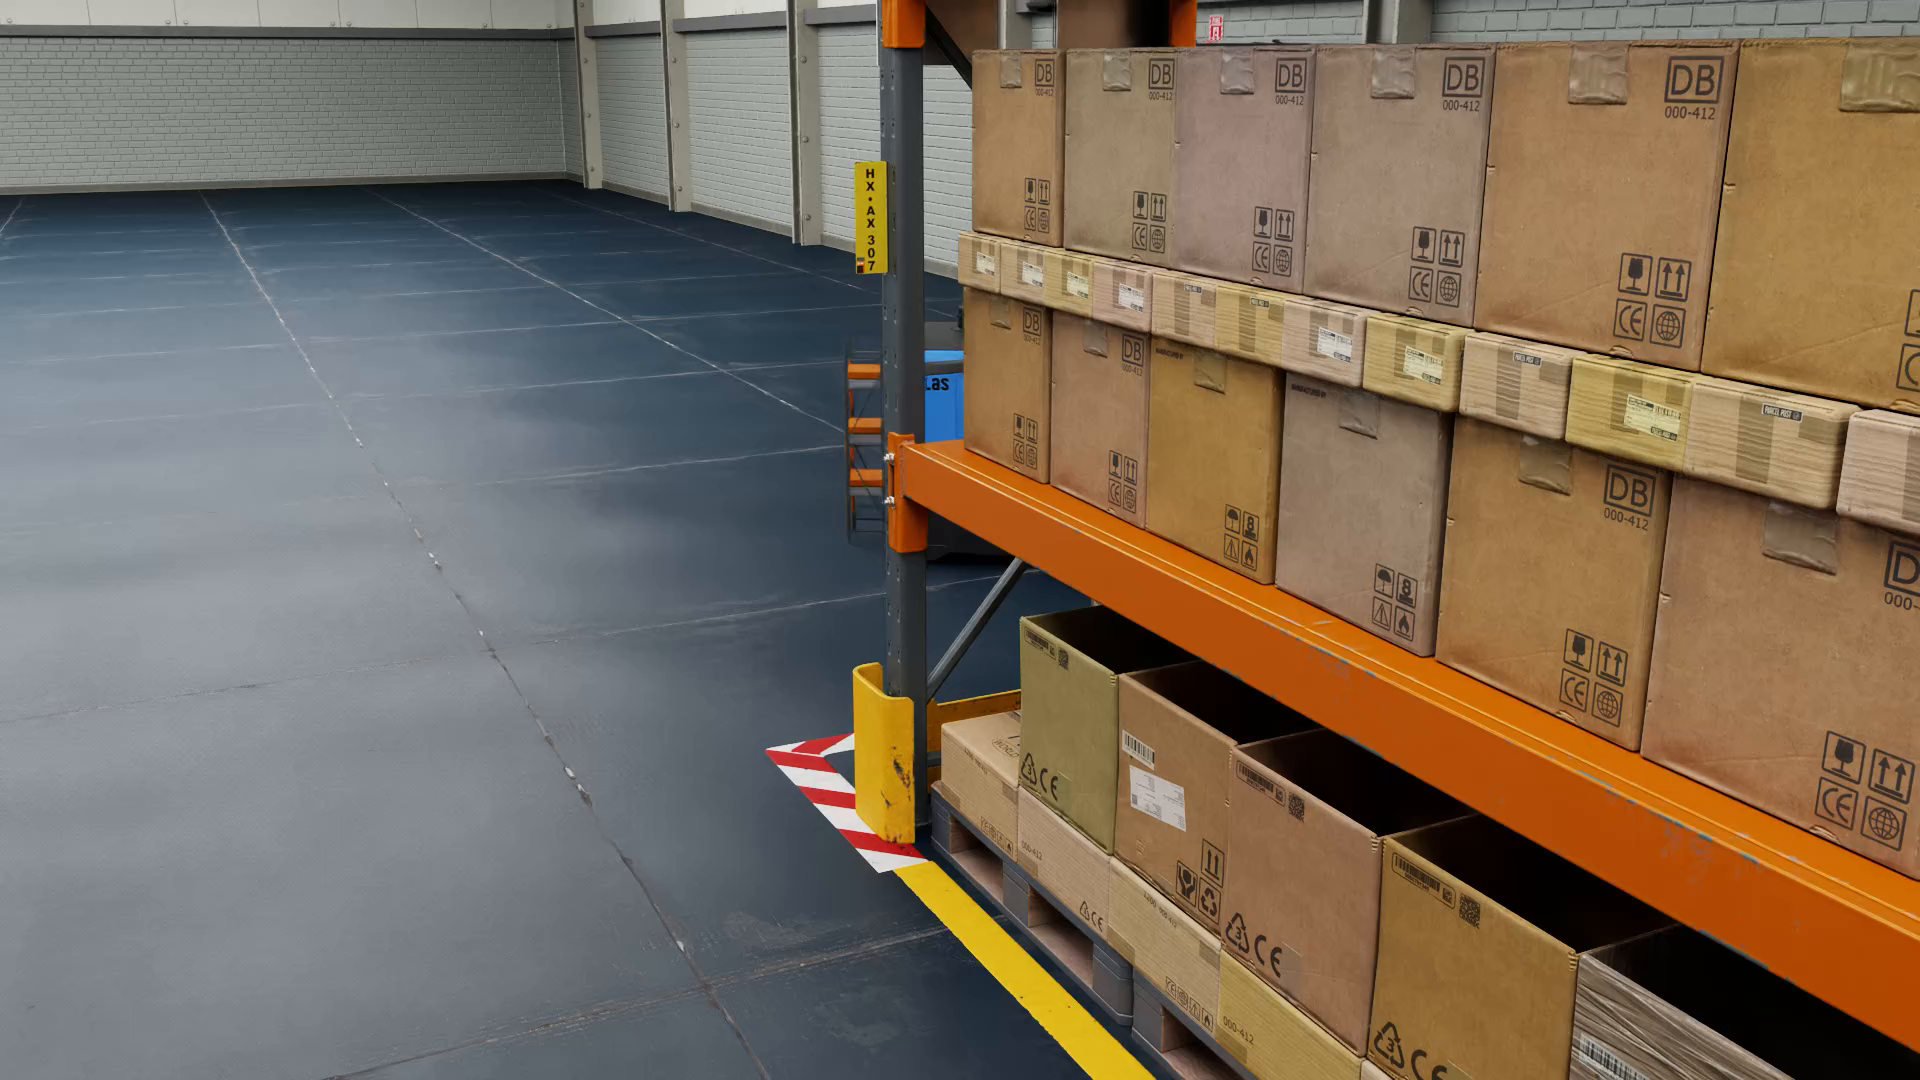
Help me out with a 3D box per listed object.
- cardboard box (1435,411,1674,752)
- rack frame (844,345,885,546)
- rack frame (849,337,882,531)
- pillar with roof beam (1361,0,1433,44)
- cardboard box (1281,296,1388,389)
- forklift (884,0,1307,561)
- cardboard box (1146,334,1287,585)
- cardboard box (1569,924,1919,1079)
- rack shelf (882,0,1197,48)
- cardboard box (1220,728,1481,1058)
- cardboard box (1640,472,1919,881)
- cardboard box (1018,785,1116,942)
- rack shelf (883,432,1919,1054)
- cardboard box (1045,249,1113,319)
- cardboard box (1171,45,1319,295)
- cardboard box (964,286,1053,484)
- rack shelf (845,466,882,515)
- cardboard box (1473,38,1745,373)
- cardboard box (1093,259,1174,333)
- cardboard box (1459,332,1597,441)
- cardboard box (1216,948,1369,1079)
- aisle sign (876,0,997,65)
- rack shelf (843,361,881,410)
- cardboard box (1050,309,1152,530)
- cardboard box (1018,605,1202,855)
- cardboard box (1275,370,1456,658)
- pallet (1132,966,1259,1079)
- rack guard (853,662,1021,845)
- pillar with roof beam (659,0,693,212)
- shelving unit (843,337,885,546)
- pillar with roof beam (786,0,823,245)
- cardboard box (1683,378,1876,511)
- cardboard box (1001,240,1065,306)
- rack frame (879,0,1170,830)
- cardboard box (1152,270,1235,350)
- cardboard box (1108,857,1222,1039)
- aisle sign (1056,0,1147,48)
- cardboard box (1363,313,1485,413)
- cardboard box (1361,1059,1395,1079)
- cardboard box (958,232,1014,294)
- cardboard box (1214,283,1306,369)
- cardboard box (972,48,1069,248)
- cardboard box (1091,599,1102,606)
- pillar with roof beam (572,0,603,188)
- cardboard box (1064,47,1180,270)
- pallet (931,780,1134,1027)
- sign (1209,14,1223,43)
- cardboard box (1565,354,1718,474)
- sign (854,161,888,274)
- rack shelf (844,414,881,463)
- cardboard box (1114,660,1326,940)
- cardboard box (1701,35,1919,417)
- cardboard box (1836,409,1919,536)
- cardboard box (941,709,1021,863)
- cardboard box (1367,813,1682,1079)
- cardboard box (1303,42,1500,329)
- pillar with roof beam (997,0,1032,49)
[{"bbox_3d":[1.338,0.016,3.077,0.700,0.500,0.500,-7,18,-24],"label":"cardboard box"},{"bbox_3d":[-0.485,-0.477,8.510,0.200,1.050,0.008,1,16,2],"label":"rack frame"},{"bbox_3d":[-0.474,-0.544,8.745,0.200,1.050,0.008,1,16,2],"label":"rack frame"},{"bbox_3d":[-0.724,-4.946,9.670,9.100,9.000,0.400,-8,18,-25],"label":"pillar with roof beam"},{"bbox_3d":[0.890,-0.419,3.416,0.380,0.149,0.250,-7,18,-24],"label":"cardboard box"},{"bbox_3d":[1.155,-1.400,8.316,3.031,2.935,1.130,1,16,3],"label":"forklift"},{"bbox_3d":[0.878,-0.241,3.972,0.700,0.500,0.500,-8,18,-25],"label":"cardboard box"},{"bbox_3d":[1.383,0.973,2.785,0.500,0.500,0.500,-8,18,-25],"label":"cardboard box"},{"bbox_3d":[1.115,-1.164,3.235,1.077,0.370,4.000,-8,18,-25],"label":"rack shelf"},{"bbox_3d":[0.928,0.728,3.641,0.500,0.500,0.500,-8,18,-25],"label":"cardboard box"},{"bbox_3d":[1.554,0.141,2.642,0.700,0.500,0.500,-8,18,-25],"label":"cardboard box"},{"bbox_3d":[0.496,0.839,4.612,0.500,0.250,0.500,-8,18,-25],"label":"cardboard box"},{"bbox_3d":[1.115,0.278,3.649,1.077,0.370,4.000,-8,18,-25],"label":"rack shelf"},{"bbox_3d":[0.443,-0.673,4.302,0.380,0.149,0.250,-8,18,-25],"label":"cardboard box"},{"bbox_3d":[0.912,-0.851,3.743,0.700,0.500,0.500,-8,18,-25],"label":"cardboard box"},{"bbox_3d":[0.432,-0.495,4.855,0.700,0.500,0.500,-8,18,-25],"label":"cardboard box"},{"bbox_3d":[-0.479,-0.234,8.707,0.215,0.259,0.240,1,16,2],"label":"rack shelf"},{"bbox_3d":[1.350,-0.602,2.879,0.700,0.500,0.500,-8,18,-25],"label":"cardboard box"},{"bbox_3d":[0.552,-0.610,4.083,0.380,0.149,0.250,-8,18,-26],"label":"cardboard box"},{"bbox_3d":[1.124,-0.289,2.961,0.380,0.149,0.250,-7,17,-23],"label":"cardboard box"},{"bbox_3d":[0.929,1.088,3.745,0.500,0.250,0.500,-8,18,-25],"label":"cardboard box"},{"bbox_3d":[-0.065,-1.793,4.847,0.394,0.787,0.004,-8,18,-25],"label":"aisle sign"},{"bbox_3d":[-0.479,-0.773,8.552,0.215,0.259,0.240,1,16,2],"label":"rack shelf"},{"bbox_3d":[0.666,-0.365,4.404,0.700,0.500,0.500,-7,17,-23],"label":"cardboard box"},{"bbox_3d":[0.494,0.479,4.507,0.500,0.500,0.500,-8,18,-25],"label":"cardboard box"},{"bbox_3d":[1.112,-0.111,3.519,0.700,0.500,0.500,-7,17,-23],"label":"cardboard box"},{"bbox_3d":[1.142,1.263,3.967,1.003,0.211,1.213,-8,18,-25],"label":"pallet"},{"bbox_3d":[0.228,0.632,5.643,1.175,0.500,0.348,-8,18,-25],"label":"rack guard"},{"bbox_3d":[-8.610,-9.409,25.223,9.100,9.000,0.400,-8,18,-25],"label":"pillar with roof beam"},{"bbox_3d":[-0.479,-0.511,8.627,0.215,1.050,0.252,1,16,2],"label":"shelving unit"},{"bbox_3d":[-5.981,-7.921,20.039,9.100,9.000,0.400,-8,18,-25],"label":"pillar with roof beam"},{"bbox_3d":[1.340,-0.165,2.529,0.380,0.149,0.250,-8,18,-25],"label":"cardboard box"},{"bbox_3d":[0.335,-0.735,4.518,0.380,0.149,0.250,-8,18,-26],"label":"cardboard box"},{"bbox_3d":[0.239,-0.564,5.278,1.000,3.000,0.127,-8,18,-25],"label":"rack frame"},{"bbox_3d":[0.671,-0.545,3.853,0.380,0.149,0.250,-8,18,-27],"label":"cardboard box"},{"bbox_3d":[0.715,0.963,4.179,0.500,0.250,0.500,-8,18,-25],"label":"cardboard box"},{"bbox_3d":[0.474,-1.865,5.100,0.394,0.787,0.004,-8,18,-25],"label":"aisle sign"},{"bbox_3d":[1.005,-0.354,3.189,0.380,0.149,0.250,-7,17,-23],"label":"cardboard box"},{"bbox_3d":[1.149,1.212,3.314,0.500,0.250,0.500,-8,18,-25],"label":"cardboard box"},{"bbox_3d":[0.217,-0.800,4.745,0.380,0.149,0.250,-8,18,-25],"label":"cardboard box"},{"bbox_3d":[0.783,-0.481,3.633,0.380,0.149,0.250,-8,18,-26],"label":"cardboard box"},{"bbox_3d":[0.455,-1.105,4.631,0.700,0.500,0.500,-8,18,-25],"label":"cardboard box"},{"bbox_3d":[0.741,0.292,5.158,0.500,0.500,0.500,-8,18,-25],"label":"cardboard box"},{"bbox_3d":[-11.238,-10.897,30.408,9.100,9.000,0.400,-8,18,-25],"label":"pillar with roof beam"},{"bbox_3d":[0.690,-0.975,4.178,0.700,0.500,0.500,-8,18,-26],"label":"cardboard box"},{"bbox_3d":[0.611,0.961,5.019,1.003,0.211,1.213,-8,18,-25],"label":"pallet"},{"bbox_3d":[2.184,-4.328,14.191,0.001,0.298,0.199,-8,18,-25],"label":"sign"},{"bbox_3d":[1.235,-0.226,2.743,0.380,0.149,0.250,-8,18,-25],"label":"cardboard box"},{"bbox_3d":[-0.263,-0.953,4.919,0.100,0.325,0.005,-8,18,-25],"label":"sign"},{"bbox_3d":[-0.479,-0.501,8.630,0.215,0.259,0.240,1,16,2],"label":"rack shelf"},{"bbox_3d":[0.725,0.601,4.081,0.500,0.500,0.500,-8,18,-25],"label":"cardboard box"},{"bbox_3d":[1.569,-0.478,2.446,0.700,0.500,0.500,-8,18,-25],"label":"cardboard box"},{"bbox_3d":[1.456,-0.100,2.303,0.380,0.149,0.250,-8,18,-27],"label":"cardboard box"},{"bbox_3d":[0.274,0.716,5.042,0.500,0.250,0.500,-8,18,-25],"label":"cardboard box"},{"bbox_3d":[1.160,0.850,3.216,0.500,0.500,0.500,-8,18,-25],"label":"cardboard box"},{"bbox_3d":[1.131,-0.726,3.310,0.700,0.500,0.500,-8,18,-25],"label":"cardboard box"},{"bbox_3d":[-3.353,-6.433,14.855,9.100,9.000,0.400,-8,18,-25],"label":"pillar with roof beam"}]
